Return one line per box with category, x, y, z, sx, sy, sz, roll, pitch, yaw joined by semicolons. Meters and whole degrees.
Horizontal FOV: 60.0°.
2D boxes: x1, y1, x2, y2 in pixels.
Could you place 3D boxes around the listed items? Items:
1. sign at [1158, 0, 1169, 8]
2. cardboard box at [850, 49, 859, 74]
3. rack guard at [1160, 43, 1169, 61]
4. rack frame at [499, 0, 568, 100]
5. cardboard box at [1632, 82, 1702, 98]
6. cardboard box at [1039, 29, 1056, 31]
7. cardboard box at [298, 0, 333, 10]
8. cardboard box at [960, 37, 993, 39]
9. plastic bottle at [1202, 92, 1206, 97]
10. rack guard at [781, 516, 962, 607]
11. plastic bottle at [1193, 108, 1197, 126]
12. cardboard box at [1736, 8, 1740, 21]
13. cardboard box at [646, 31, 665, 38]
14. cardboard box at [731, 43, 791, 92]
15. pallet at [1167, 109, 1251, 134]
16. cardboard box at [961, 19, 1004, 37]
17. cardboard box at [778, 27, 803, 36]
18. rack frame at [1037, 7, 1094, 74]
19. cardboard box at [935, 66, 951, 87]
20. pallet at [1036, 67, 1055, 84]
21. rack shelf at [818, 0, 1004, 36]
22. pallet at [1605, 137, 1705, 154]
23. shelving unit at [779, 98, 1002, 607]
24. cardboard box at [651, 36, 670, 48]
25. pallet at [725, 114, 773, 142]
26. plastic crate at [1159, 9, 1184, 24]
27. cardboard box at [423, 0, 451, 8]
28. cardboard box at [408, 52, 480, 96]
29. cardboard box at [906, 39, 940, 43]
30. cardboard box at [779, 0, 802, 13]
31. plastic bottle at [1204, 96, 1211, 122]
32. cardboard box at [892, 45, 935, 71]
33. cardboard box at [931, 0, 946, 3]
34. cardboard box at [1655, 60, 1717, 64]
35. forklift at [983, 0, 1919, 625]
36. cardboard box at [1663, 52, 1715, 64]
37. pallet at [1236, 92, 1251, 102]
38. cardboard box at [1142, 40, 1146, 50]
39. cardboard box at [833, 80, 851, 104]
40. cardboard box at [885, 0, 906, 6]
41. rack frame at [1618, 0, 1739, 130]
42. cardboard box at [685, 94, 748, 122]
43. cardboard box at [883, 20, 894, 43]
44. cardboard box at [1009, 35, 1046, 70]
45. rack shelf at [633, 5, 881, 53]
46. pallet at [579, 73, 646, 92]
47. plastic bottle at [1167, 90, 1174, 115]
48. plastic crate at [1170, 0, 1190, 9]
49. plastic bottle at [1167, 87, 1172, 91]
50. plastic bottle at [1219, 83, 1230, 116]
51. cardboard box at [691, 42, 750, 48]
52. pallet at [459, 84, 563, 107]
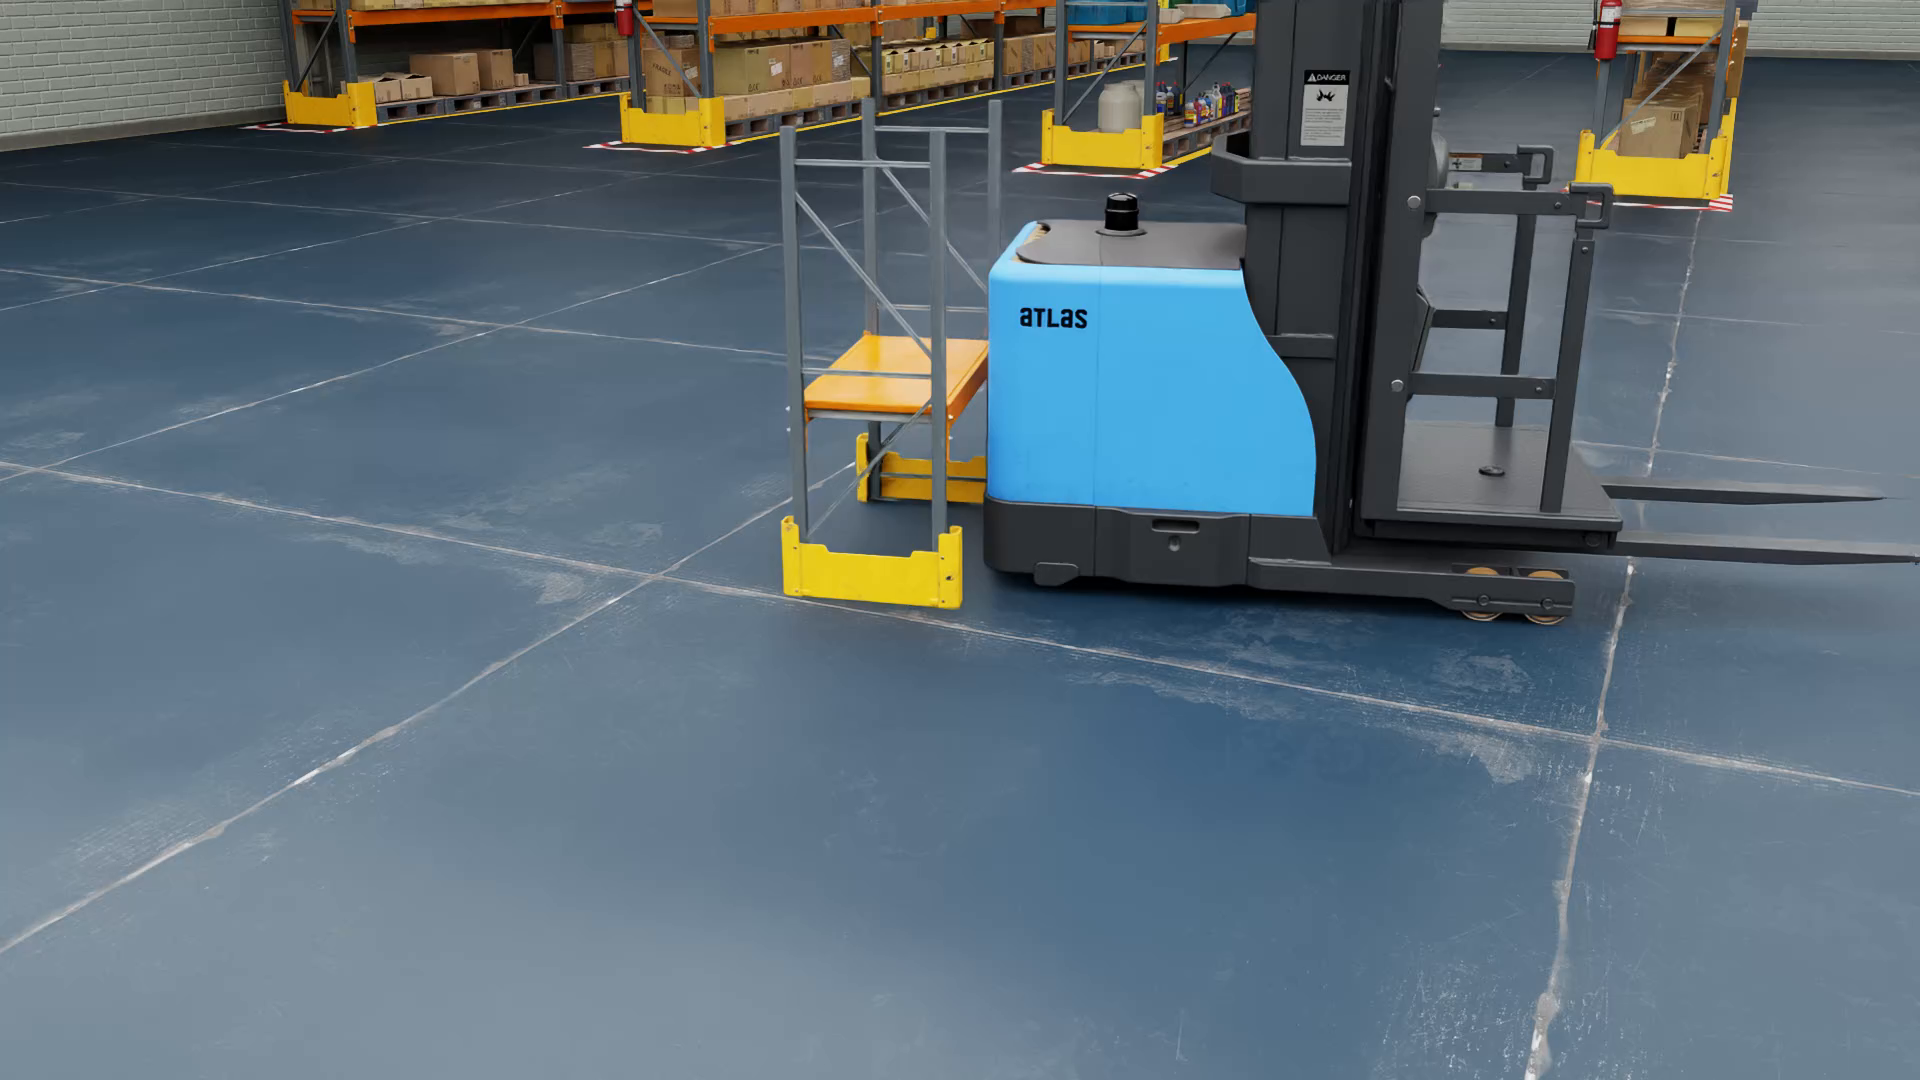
sign;1.900;-5.131;15.508;0.100;0.325;0.005;9;21;23
cardboard box;-1.575;-6.311;21.878;0.500;0.311;0.500;9;21;23
rack guard;3.404;-9.449;31.791;1.175;0.500;0.348;9;21;23
rack frame;-6.000;-7.660;23.031;1.000;3.000;0.127;9;21;23
cardboard box;7.129;-4.348;16.822;0.500;0.500;0.500;17;26;40
cardboard box;1.376;-8.342;28.023;0.500;0.500;0.500;8;21;20
cardboard box;-7.624;-6.545;20.091;0.500;0.250;0.500;9;21;23
cardboard box;0.328;-7.552;25.801;0.500;0.500;0.500;9;22;25
plastic bottle;2.723;-4.840;18.500;0.061;0.283;0.133;9;21;23
rack guard;-0.287;0.069;5.402;0.587;0.250;0.087;4;20;10
plastic bottle;2.469;-4.510;17.692;0.097;0.201;0.097;0;20;0
cardboard box;7.468;-5.161;16.380;0.380;0.149;0.250;9;21;23
cardboard box;-4.900;-7.873;25.584;0.500;0.250;0.500;9;21;24
cardboard box;-2.299;-5.455;19.189;0.500;0.500;0.500;9;21;23
pallet;2.725;-4.787;19.114;1.003;0.211;1.213;9;21;23
cardboard box;0.347;-7.923;25.725;0.500;0.250;0.500;9;22;25
cardboard box;-3.233;-8.802;28.823;0.750;0.750;0.750;9;22;24
rack frame;1.797;-9.427;27.999;1.000;3.000;0.127;9;21;23
cardboard box;-0.459;-6.443;23.086;0.500;0.250;0.500;9;21;24
pallet;1.000;-7.485;26.700;1.003;0.211;1.213;9;21;23
rack shelf;-0.660;-7.254;22.962;1.077;0.370;4.000;9;21;23
pallet;6.816;-3.723;16.121;1.003;0.211;1.213;9;21;23
shelving unit;-0.194;-0.684;5.653;0.587;1.500;1.083;4;20;10
cardboard box;-4.926;-7.543;25.777;0.700;0.500;0.500;9;21;23
pallet;-2.842;-4.684;18.825;1.003;0.211;1.213;9;21;23
plastic crate;2.060;-5.183;16.459;0.298;0.136;0.250;9;21;23
cardboard box;-6.735;-6.797;20.799;0.500;0.250;0.500;8;21;22
cardboard box;-6.693;-6.057;21.599;0.700;0.500;0.500;7;21;19
cardboard box;-0.531;-7.089;24.066;0.500;0.311;0.500;8;21;21
cardboard box;-2.283;-6.420;19.396;0.700;0.500;0.500;9;22;24
plastic bottle;2.691;-4.708;18.147;0.097;0.271;0.097;0;20;0
cardboard box;-0.662;-6.551;22.552;0.500;0.311;0.500;8;21;21
cardboard box;-0.514;-7.736;23.096;0.500;0.500;0.500;7;21;20
cardboard box;8.723;-5.494;20.015;0.700;0.500;0.500;7;21;18
forklift;1.641;-1.306;5.268;3.031;2.935;1.130;3;20;9
cardboard box;8.740;-5.854;19.908;0.500;0.250;0.500;11;22;29
pallet;3.823;-5.606;21.418;1.003;0.211;1.213;9;21;23
cardboard box;3.437;-9.479;31.220;0.500;0.500;0.500;9;21;23
cardboard box;-1.684;-5.560;20.604;0.500;0.250;0.500;9;21;23
cardboard box;-0.930;-7.106;21.848;0.380;0.149;0.250;9;21;23
rack frame;7.557;-5.621;17.297;1.000;3.000;0.127;9;21;23
cardboard box;-2.695;-4.794;18.450;0.500;0.250;0.500;9;21;23
cardboard box;-1.692;-9.814;32.191;0.700;0.500;0.500;8;21;21
cardboard box;1.025;-7.647;26.068;0.500;0.500;0.500;8;21;22
rack shelf;-2.298;-6.031;19.524;1.077;0.370;4.000;9;21;23
pallet;-5.184;-6.959;25.220;1.003;0.211;1.213;9;21;23
plastic bottle;2.380;-4.972;18.887;0.097;0.271;0.097;0;20;0
plastic crate;2.225;-5.824;18.186;0.450;0.188;0.662;9;21;23
plastic bottle;2.400;-5.085;19.198;0.152;0.276;0.135;9;22;25
plastic bottle;2.959;-4.965;18.749;0.144;0.351;0.185;7;21;20
cardboard box;-2.773;-5.527;19.390;0.500;0.500;0.500;9;21;23
pallet;-6.243;-6.136;22.907;1.003;0.211;1.213;9;21;23
